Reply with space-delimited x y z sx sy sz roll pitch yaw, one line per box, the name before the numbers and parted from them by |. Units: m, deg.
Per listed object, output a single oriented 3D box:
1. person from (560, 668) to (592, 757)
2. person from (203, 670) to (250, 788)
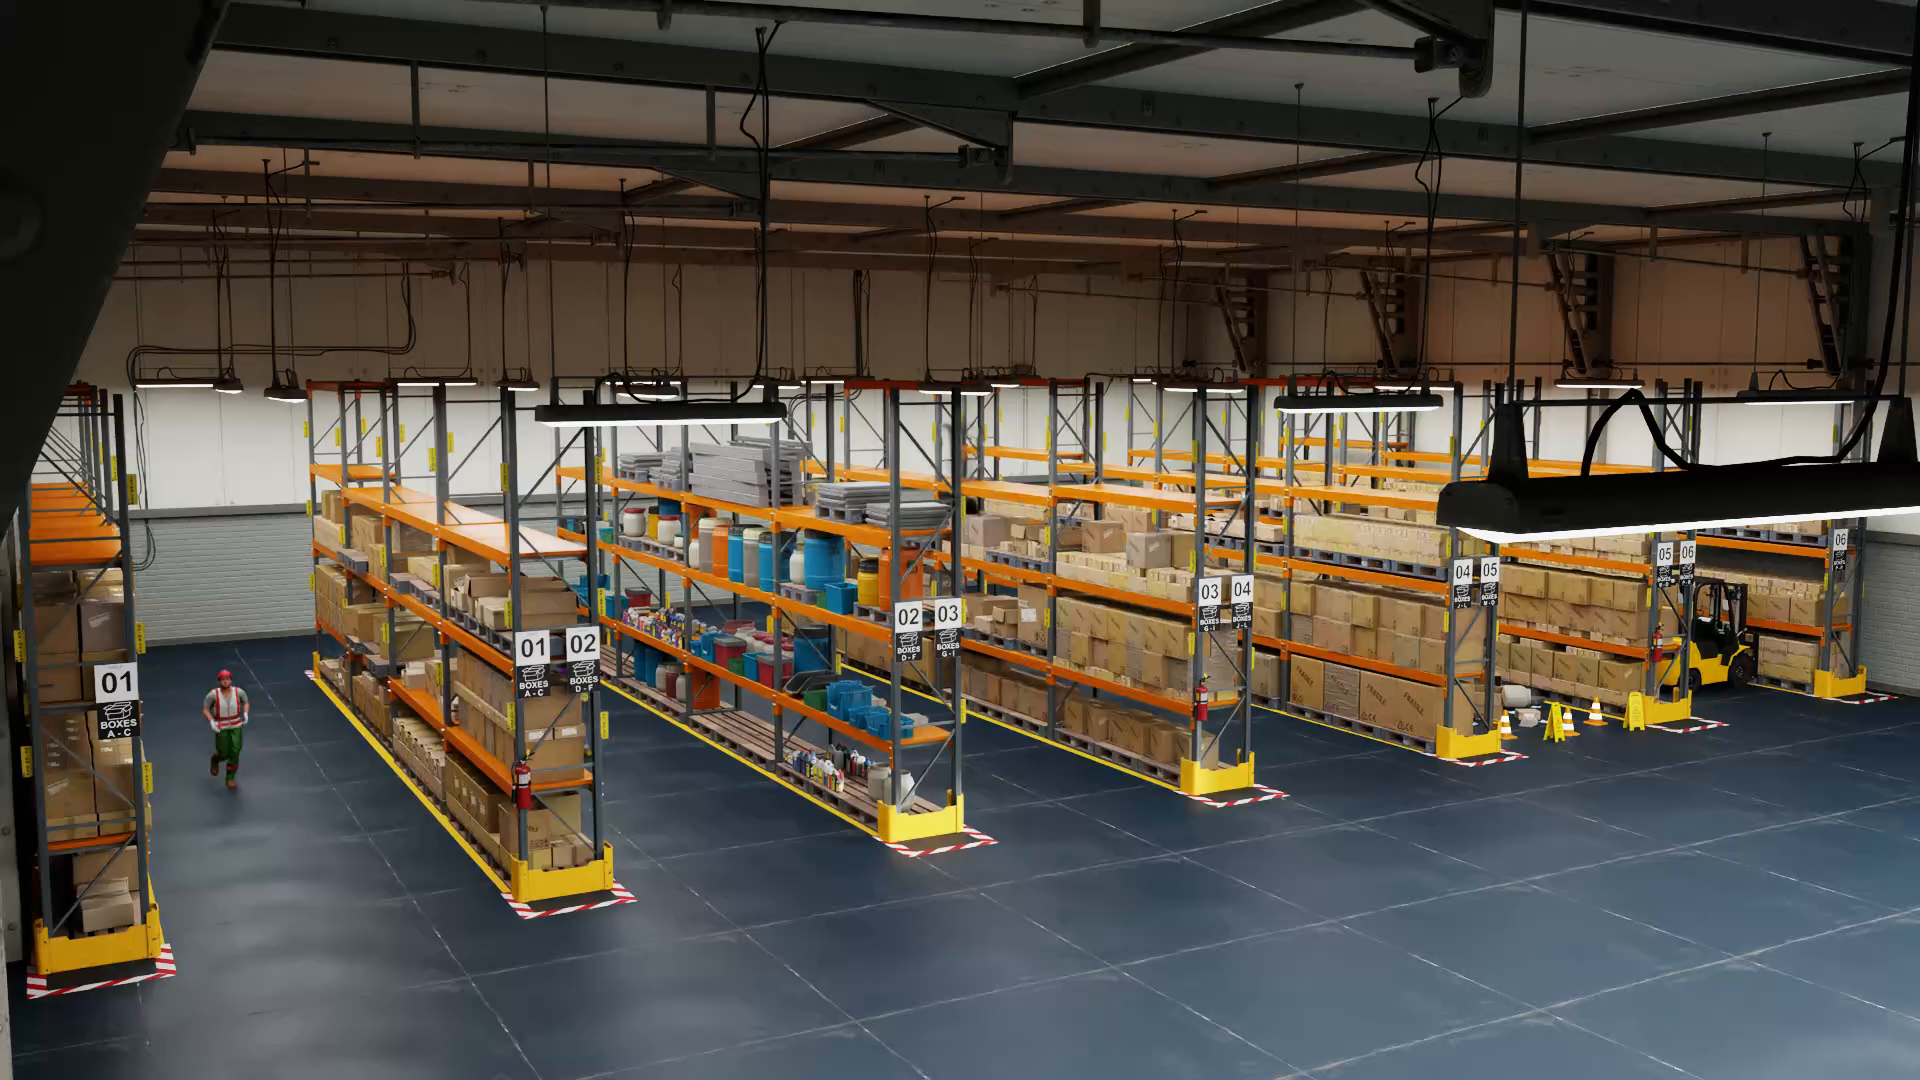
person | -6.260 2.610 27.055 0.709 1.700 1.014 -4 7 -35
person | -11.013 2.813 25.001 0.655 1.760 0.668 -4 7 -36
